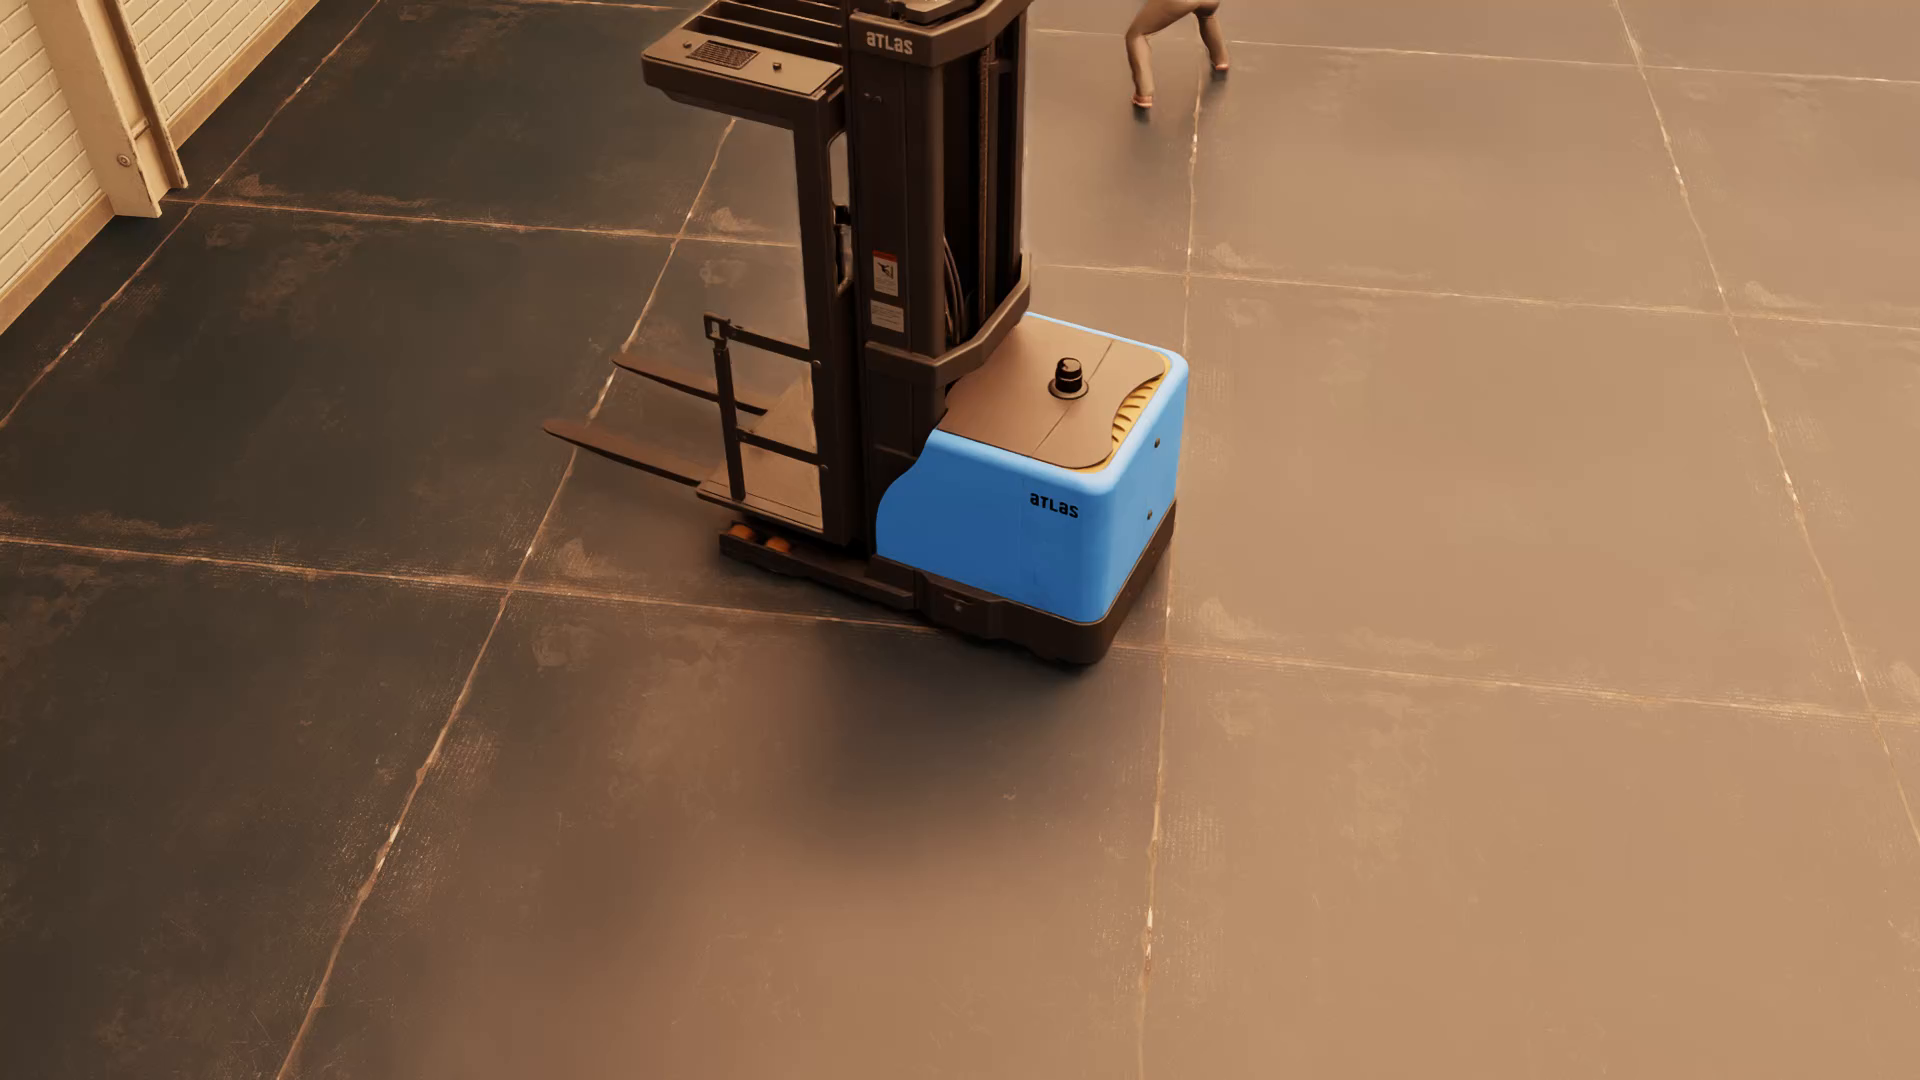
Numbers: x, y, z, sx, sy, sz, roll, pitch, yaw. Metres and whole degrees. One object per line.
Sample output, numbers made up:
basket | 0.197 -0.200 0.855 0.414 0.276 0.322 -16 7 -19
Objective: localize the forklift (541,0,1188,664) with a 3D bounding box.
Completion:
forklift | -0.554 -1.230 7.064 3.031 2.935 1.130 18 46 19

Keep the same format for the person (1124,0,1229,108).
person | 1.497 -3.539 10.717 1.030 1.600 0.532 -21 47 -22
